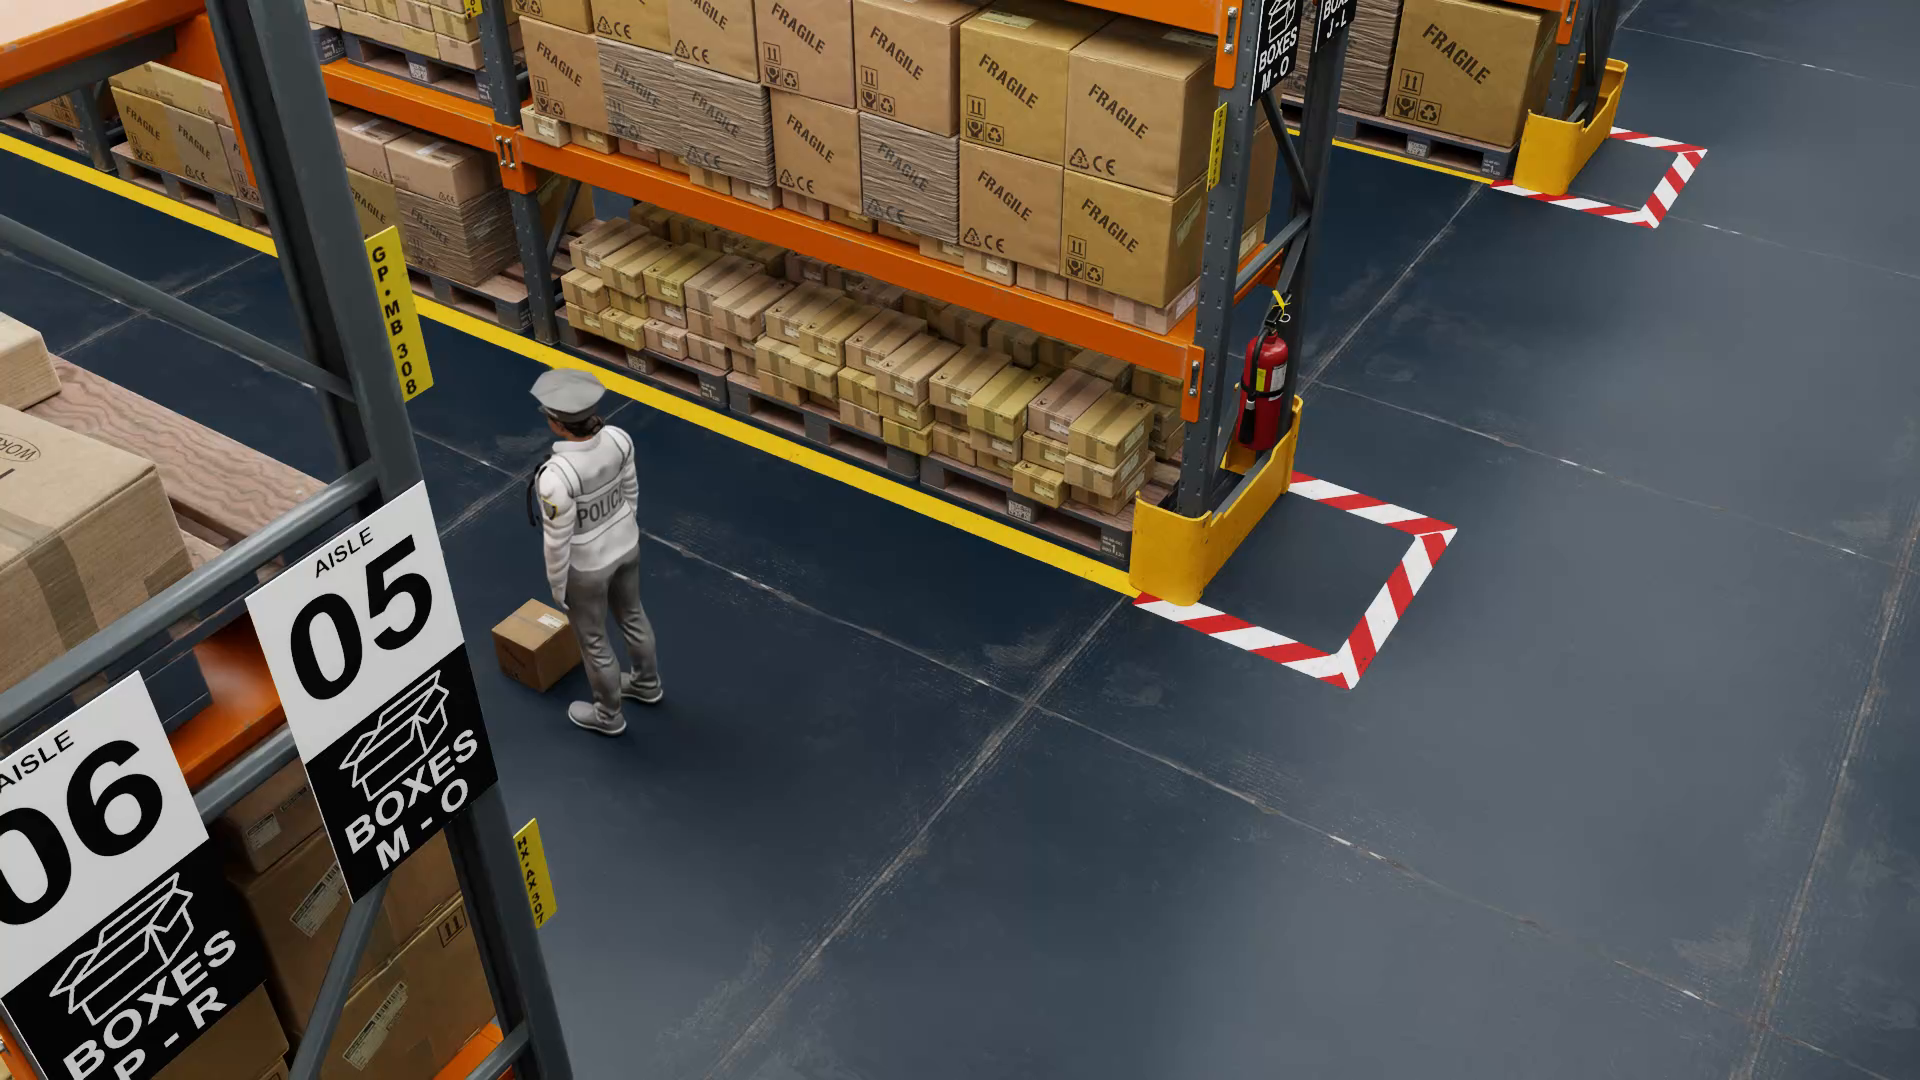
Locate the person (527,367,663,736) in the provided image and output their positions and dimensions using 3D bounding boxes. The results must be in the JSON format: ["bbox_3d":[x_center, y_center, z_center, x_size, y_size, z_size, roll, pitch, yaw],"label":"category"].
[{"bbox_3d":[-1.453,0.069,6.582,0.329,1.672,0.474,23,44,26],"label":"person"}]
